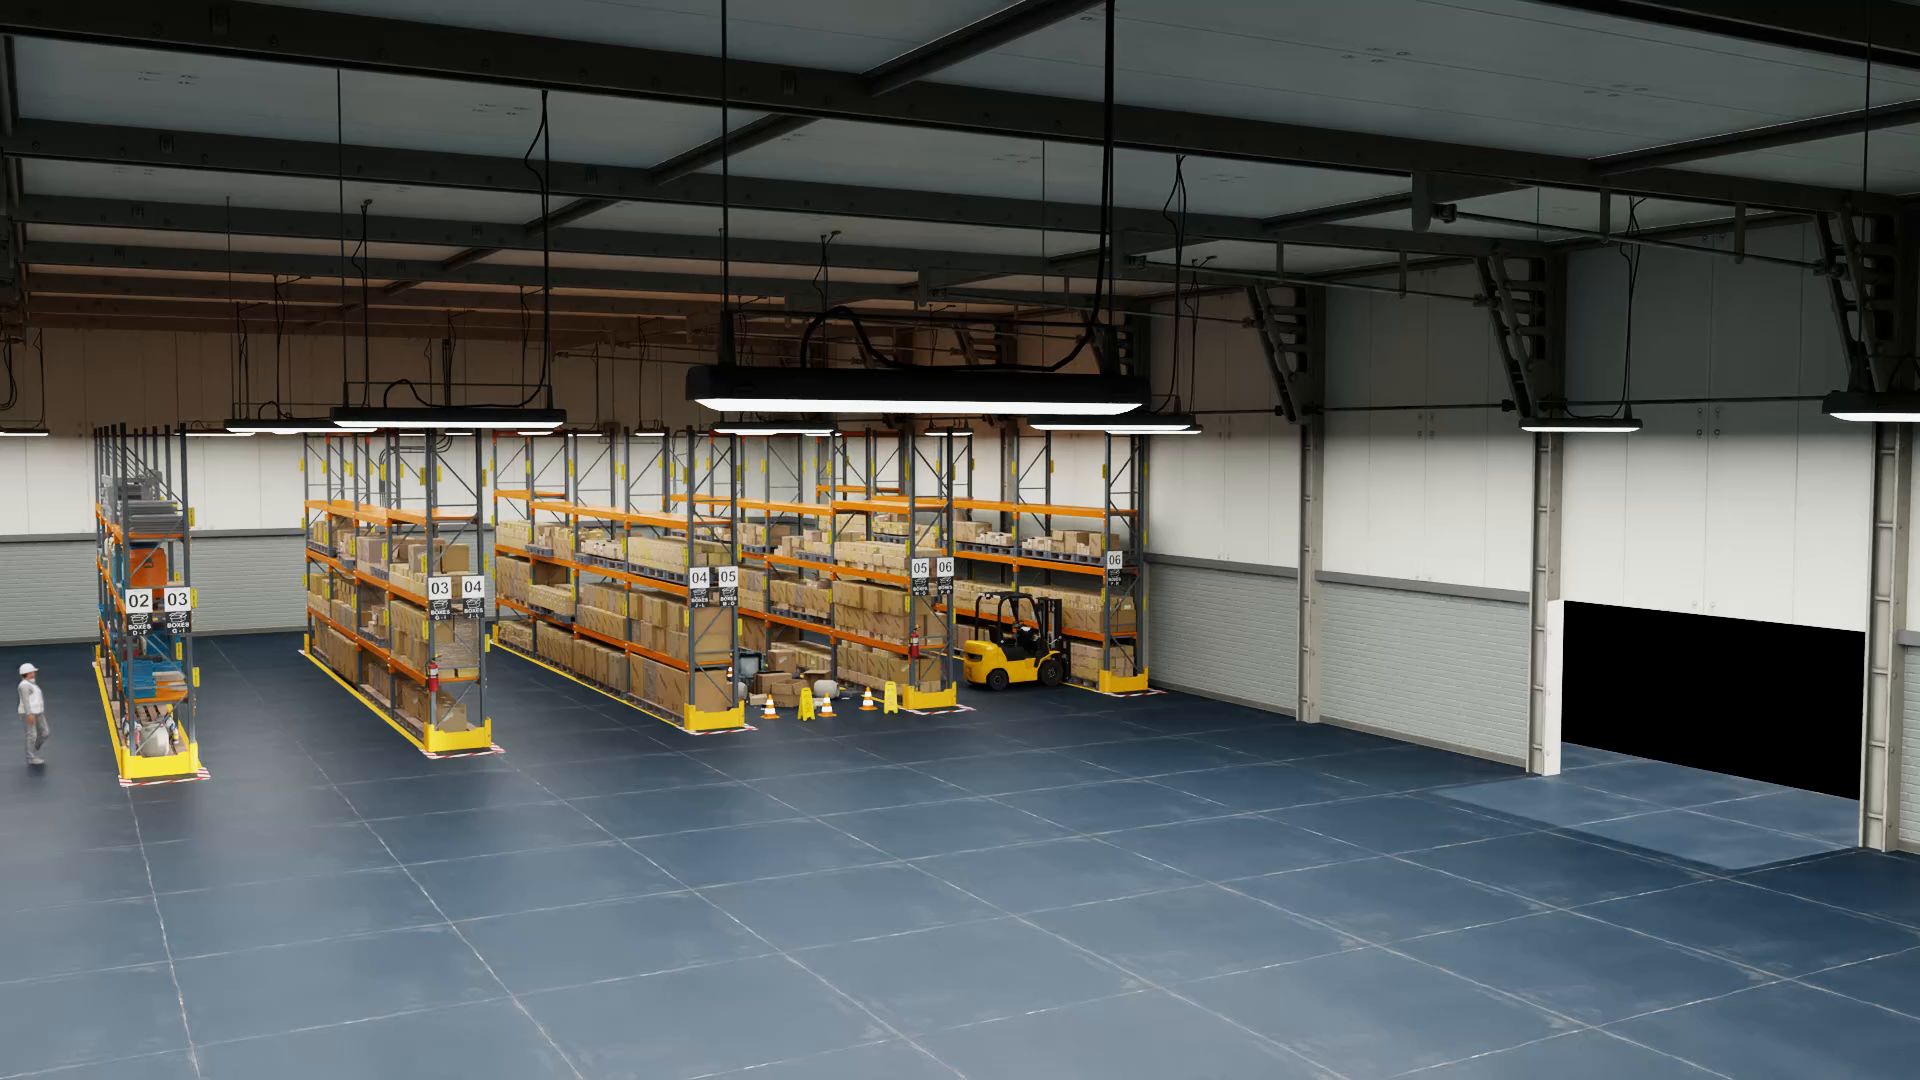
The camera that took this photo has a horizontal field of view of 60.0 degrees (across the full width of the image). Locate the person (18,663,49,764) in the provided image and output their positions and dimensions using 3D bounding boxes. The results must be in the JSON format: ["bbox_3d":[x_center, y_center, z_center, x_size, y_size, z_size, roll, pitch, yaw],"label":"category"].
[{"bbox_3d":[-16.409,3.067,29.411,0.455,1.777,0.585,0,3,-3],"label":"person"}]
